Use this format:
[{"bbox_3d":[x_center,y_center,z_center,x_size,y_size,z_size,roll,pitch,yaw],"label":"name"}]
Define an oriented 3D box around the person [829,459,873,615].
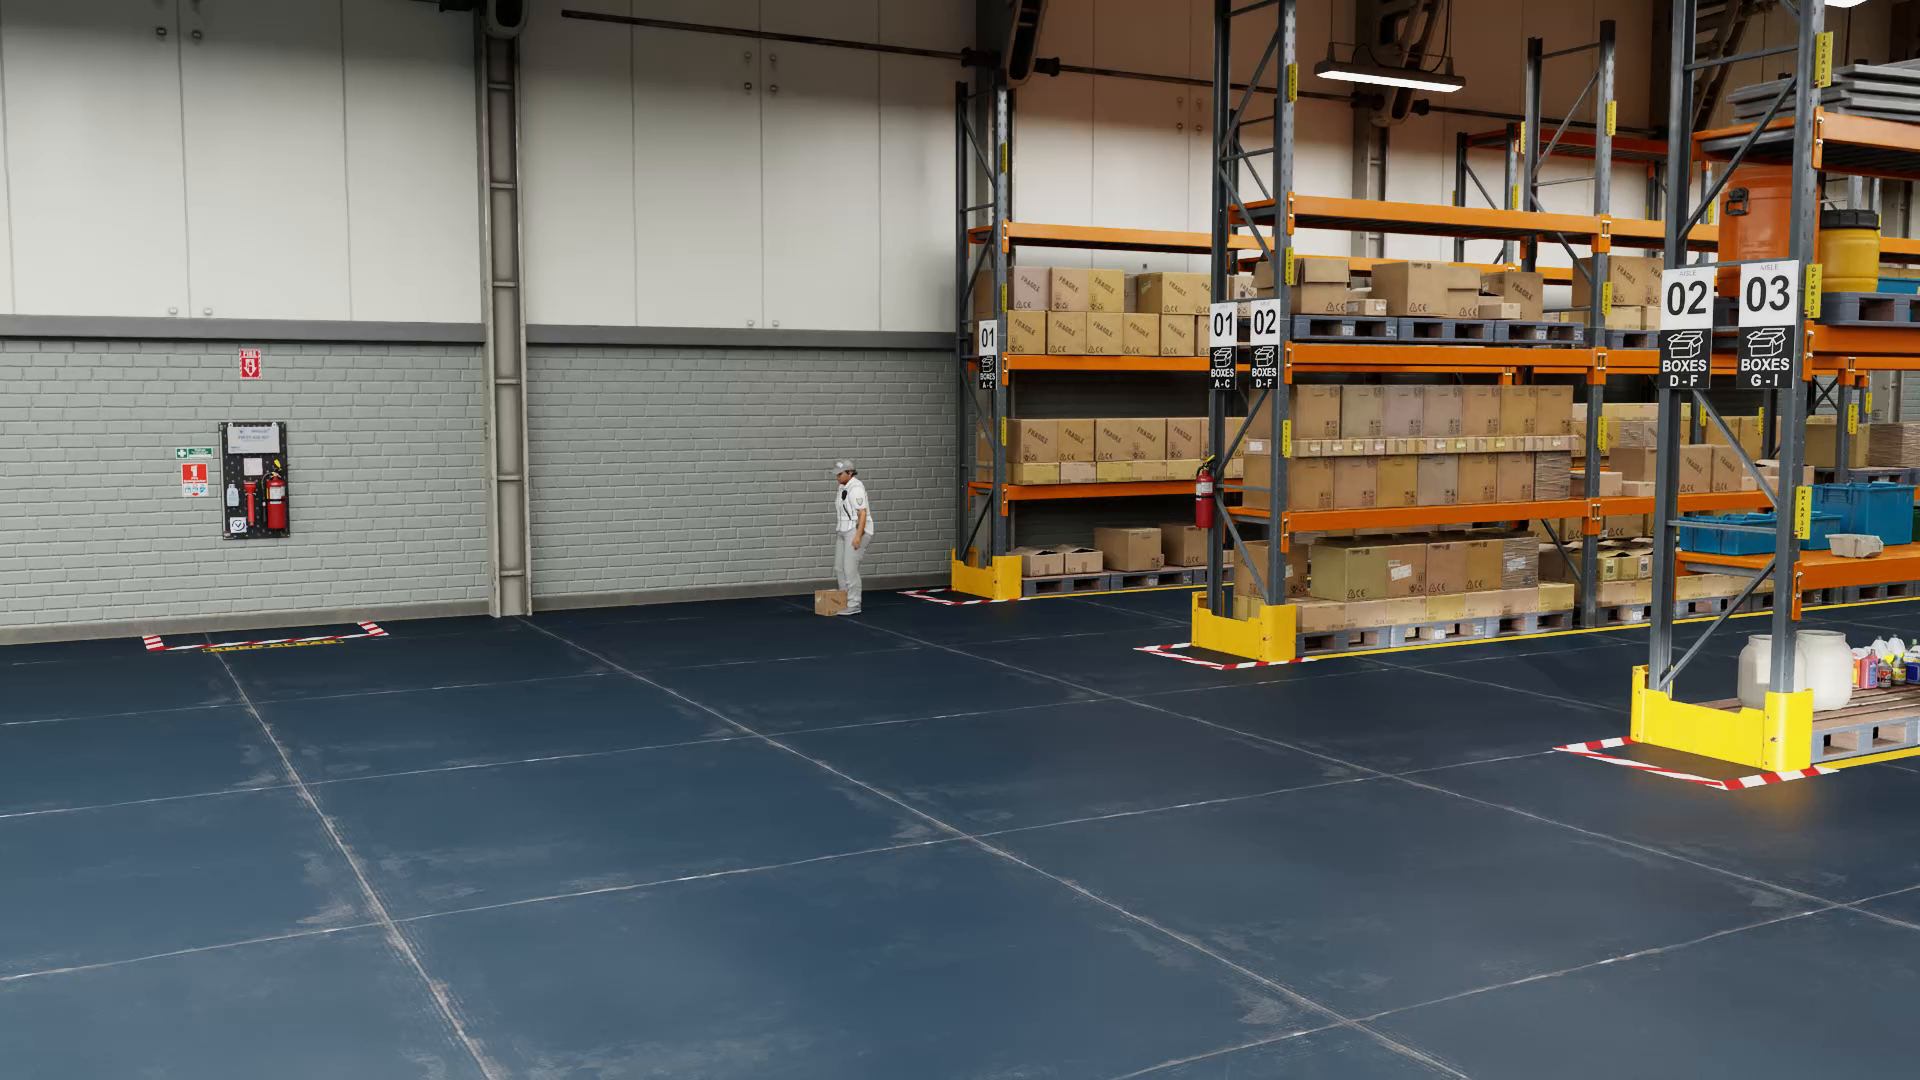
[{"bbox_3d":[-1.195,-0.041,17.930,0.470,1.665,0.537,-3,6,-29],"label":"person"}]
